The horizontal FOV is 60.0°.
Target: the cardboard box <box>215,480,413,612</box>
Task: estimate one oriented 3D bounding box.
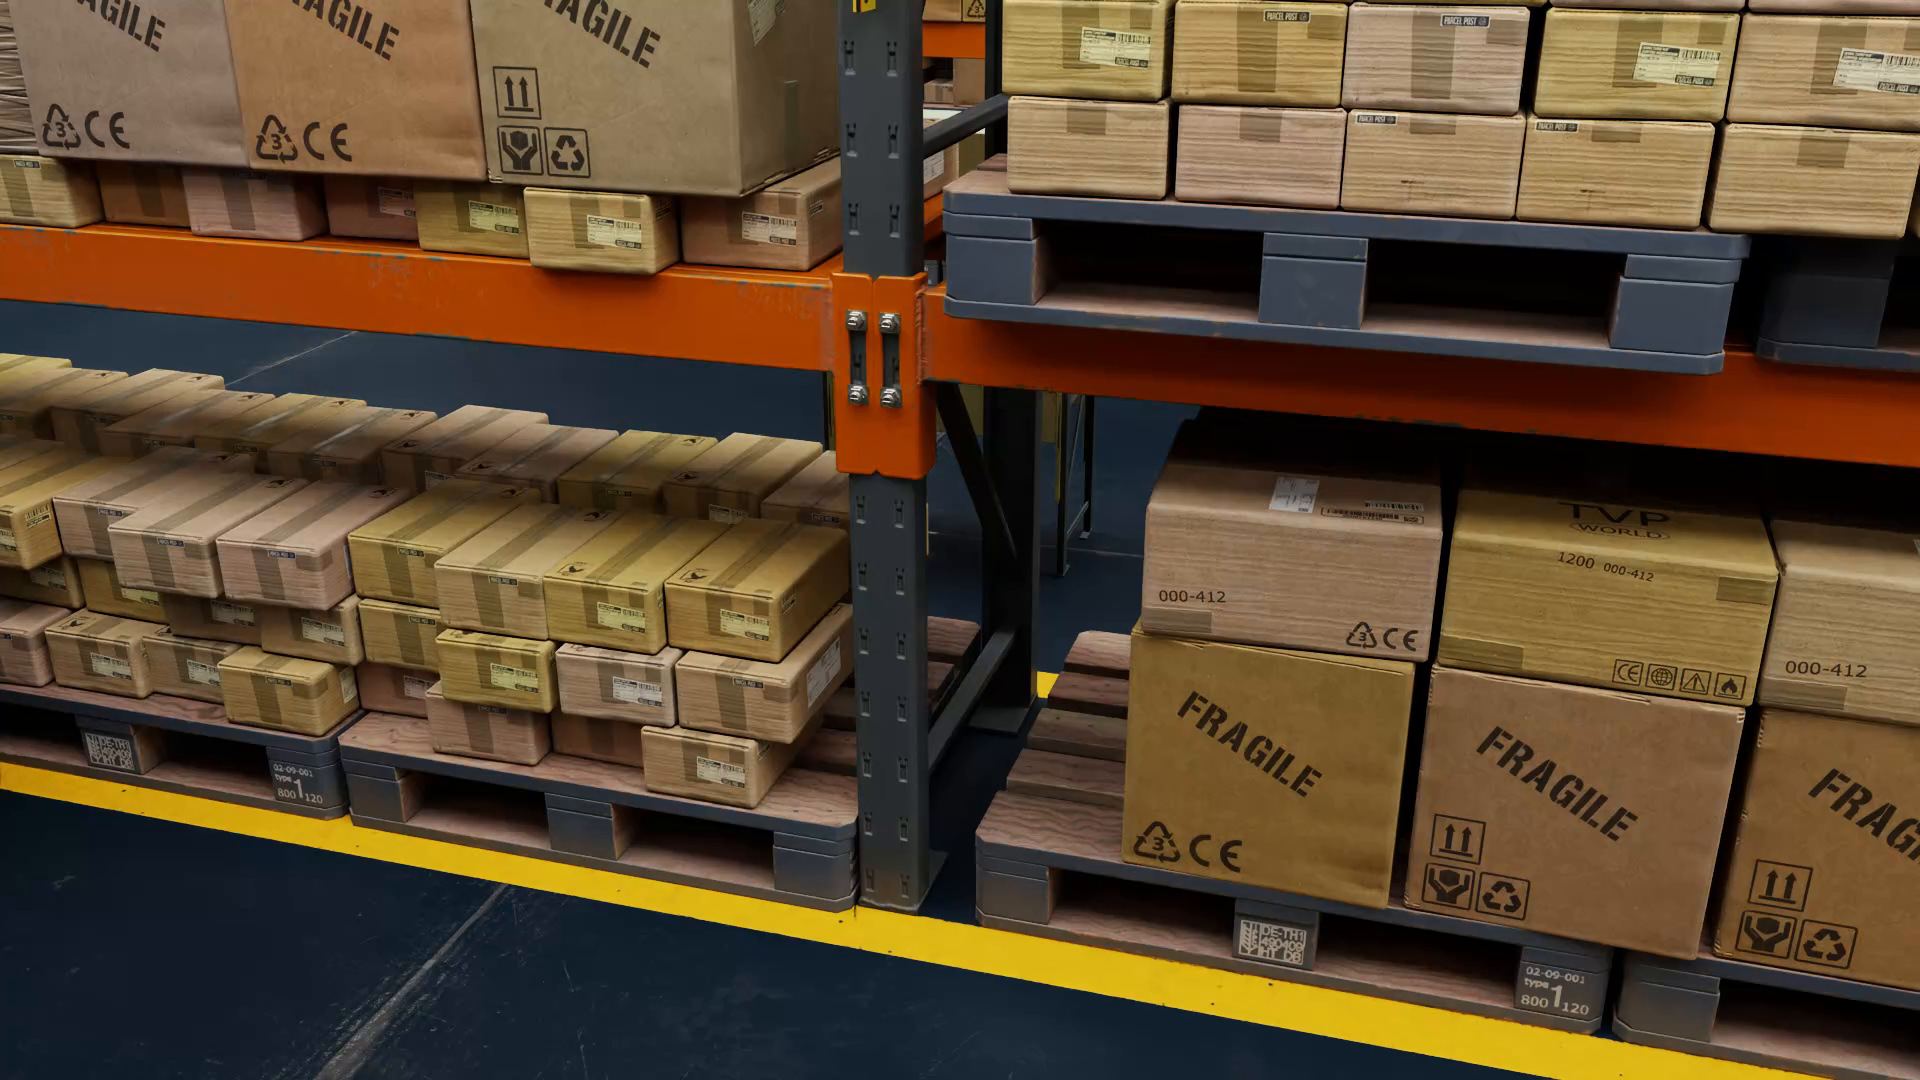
[{"bbox_3d":[-1.428,0.007,3.721,0.250,0.149,0.380,5,23,13],"label":"cardboard box"}]

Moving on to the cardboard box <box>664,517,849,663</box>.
[{"bbox_3d":[-0.420,0.098,3.498,0.250,0.149,0.380,7,23,17],"label":"cardboard box"}]

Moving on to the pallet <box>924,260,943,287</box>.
[{"bbox_3d":[-0.548,-1.572,8.823,1.213,0.211,1.003,7,23,16],"label":"pallet"}]

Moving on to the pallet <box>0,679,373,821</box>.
[{"bbox_3d":[-1.829,0.289,4.287,1.213,0.211,1.003,7,23,16],"label":"pallet"}]

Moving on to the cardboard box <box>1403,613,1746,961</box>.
[{"bbox_3d":[1.134,0.390,3.108,0.500,0.500,0.500,8,24,18],"label":"cardboard box"}]

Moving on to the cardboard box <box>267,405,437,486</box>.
[{"bbox_3d":[-1.538,-0.210,4.249,0.250,0.149,0.380,6,23,13],"label":"cardboard box"}]

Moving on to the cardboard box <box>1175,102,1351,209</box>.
[{"bbox_3d":[0.507,-0.647,2.672,0.250,0.149,0.380,7,23,16],"label":"cardboard box"}]

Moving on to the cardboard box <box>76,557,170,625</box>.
[{"bbox_3d":[-1.877,0.047,4.014,0.250,0.149,0.380,8,24,18],"label":"cardboard box"}]

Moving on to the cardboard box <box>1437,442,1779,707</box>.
[{"bbox_3d":[1.137,0.042,2.966,0.500,0.250,0.500,7,23,17],"label":"cardboard box"}]

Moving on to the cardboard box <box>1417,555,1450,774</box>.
[{"bbox_3d":[1.268,0.201,3.568,0.500,0.500,0.500,6,23,14],"label":"cardboard box"}]

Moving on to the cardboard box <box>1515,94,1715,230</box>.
[{"bbox_3d":[0.985,-0.590,2.534,0.250,0.149,0.380,7,23,16],"label":"cardboard box"}]

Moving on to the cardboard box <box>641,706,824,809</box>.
[{"bbox_3d":[-0.478,0.398,3.550,0.250,0.149,0.380,7,23,16],"label":"cardboard box"}]

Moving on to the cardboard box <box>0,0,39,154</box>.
[{"bbox_3d":[-2.009,-1.119,3.521,0.500,0.500,0.500,6,23,14],"label":"cardboard box"}]

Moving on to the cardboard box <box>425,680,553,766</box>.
[{"bbox_3d":[-0.974,0.334,3.707,0.250,0.149,0.380,6,23,14],"label":"cardboard box"}]

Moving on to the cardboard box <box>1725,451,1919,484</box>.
[{"bbox_3d":[1.780,-0.088,3.285,0.500,0.250,0.500,5,23,13],"label":"cardboard box"}]

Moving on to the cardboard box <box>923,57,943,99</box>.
[{"bbox_3d":[-0.512,-3.797,13.310,0.637,0.503,0.797,6,23,13],"label":"cardboard box"}]

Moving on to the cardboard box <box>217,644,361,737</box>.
[{"bbox_3d":[-1.469,0.285,3.826,0.250,0.149,0.380,6,23,15],"label":"cardboard box"}]

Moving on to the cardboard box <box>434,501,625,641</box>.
[{"bbox_3d":[-0.916,0.059,3.592,0.250,0.149,0.380,6,23,15],"label":"cardboard box"}]

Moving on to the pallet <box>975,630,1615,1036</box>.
[{"bbox_3d":[0.742,0.568,3.608,1.213,0.211,1.003,7,23,16],"label":"pallet"}]

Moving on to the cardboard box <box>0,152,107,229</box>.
[{"bbox_3d":[-1.863,-0.783,3.556,0.250,0.149,0.380,7,23,17],"label":"cardboard box"}]

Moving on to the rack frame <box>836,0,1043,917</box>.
[{"bbox_3d":[-0.004,-0.807,3.286,0.127,3.000,1.000,7,23,16],"label":"rack frame"}]

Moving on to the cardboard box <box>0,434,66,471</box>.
[{"bbox_3d":[-2.403,-0.124,4.039,0.250,0.149,0.380,7,23,18],"label":"cardboard box"}]

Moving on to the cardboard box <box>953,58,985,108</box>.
[{"bbox_3d":[0.295,-3.688,13.048,0.500,0.500,0.700,8,23,18],"label":"cardboard box"}]

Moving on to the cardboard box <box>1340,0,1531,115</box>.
[{"bbox_3d":[0.736,-0.757,2.548,0.250,0.149,0.380,7,23,17],"label":"cardboard box"}]

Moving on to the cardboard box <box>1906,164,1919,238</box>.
[{"bbox_3d":[1.492,-0.534,2.397,0.250,0.149,0.380,6,23,15],"label":"cardboard box"}]

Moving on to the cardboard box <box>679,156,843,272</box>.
[{"bbox_3d":[-0.345,-0.637,3.202,0.250,0.149,0.380,6,23,15],"label":"cardboard box"}]

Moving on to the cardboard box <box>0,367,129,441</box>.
[{"bbox_3d":[-2.515,-0.348,4.586,0.250,0.149,0.380,6,23,13],"label":"cardboard box"}]

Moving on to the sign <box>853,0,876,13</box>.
[{"bbox_3d":[-0.154,-1.010,2.639,0.005,0.325,0.100,7,23,16],"label":"sign"}]

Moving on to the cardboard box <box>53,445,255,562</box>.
[{"bbox_3d":[-1.896,-0.086,3.945,0.250,0.149,0.380,7,23,16],"label":"cardboard box"}]

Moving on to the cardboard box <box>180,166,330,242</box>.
[{"bbox_3d":[-1.370,-0.733,3.436,0.250,0.149,0.380,6,23,13],"label":"cardboard box"}]

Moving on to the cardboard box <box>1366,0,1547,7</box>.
[{"bbox_3d":[0.753,-0.893,2.488,0.250,0.149,0.380,7,23,16],"label":"cardboard box"}]

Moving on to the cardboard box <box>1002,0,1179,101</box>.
[{"bbox_3d":[0.240,-0.813,2.684,0.250,0.149,0.380,7,23,16],"label":"cardboard box"}]

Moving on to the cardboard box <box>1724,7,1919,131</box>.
[{"bbox_3d":[1.244,-0.700,2.409,0.250,0.149,0.380,8,23,18],"label":"cardboard box"}]

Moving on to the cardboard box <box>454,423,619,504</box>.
[{"bbox_3d":[-1.033,-0.153,4.109,0.250,0.149,0.380,6,23,14],"label":"cardboard box"}]

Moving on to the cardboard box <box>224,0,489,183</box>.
[{"bbox_3d":[-1.046,-0.999,3.229,0.500,0.500,0.500,6,23,14],"label":"cardboard box"}]

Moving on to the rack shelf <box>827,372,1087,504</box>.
[{"bbox_3d":[0.006,-0.392,5.107,0.720,0.370,0.431,7,23,16],"label":"rack shelf"}]

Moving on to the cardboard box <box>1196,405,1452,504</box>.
[{"bbox_3d":[0.782,-0.202,3.563,0.500,0.250,0.500,6,23,14],"label":"cardboard box"}]

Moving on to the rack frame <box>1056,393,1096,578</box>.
[{"bbox_3d":[0.357,-0.653,4.886,0.023,1.500,0.400,7,23,16],"label":"rack frame"}]

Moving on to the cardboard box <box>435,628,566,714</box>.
[{"bbox_3d":[-0.922,0.213,3.610,0.250,0.149,0.380,6,23,14],"label":"cardboard box"}]

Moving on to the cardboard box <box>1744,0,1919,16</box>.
[{"bbox_3d":[1.237,-0.837,2.351,0.250,0.149,0.380,6,23,15],"label":"cardboard box"}]

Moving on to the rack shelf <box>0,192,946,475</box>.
[{"bbox_3d":[-1.919,-0.694,3.957,4.000,0.370,1.077,7,23,16],"label":"rack shelf"}]

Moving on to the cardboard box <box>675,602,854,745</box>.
[{"bbox_3d":[-0.398,0.261,3.493,0.250,0.149,0.380,7,23,17],"label":"cardboard box"}]

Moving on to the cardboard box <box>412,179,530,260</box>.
[{"bbox_3d":[-0.862,-0.677,3.299,0.250,0.149,0.380,7,23,18],"label":"cardboard box"}]

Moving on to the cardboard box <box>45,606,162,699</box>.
[{"bbox_3d":[-1.940,0.217,3.991,0.250,0.149,0.380,7,23,16],"label":"cardboard box"}]

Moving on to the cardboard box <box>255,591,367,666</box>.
[{"bbox_3d":[-1.383,0.129,3.815,0.250,0.149,0.380,7,23,17],"label":"cardboard box"}]

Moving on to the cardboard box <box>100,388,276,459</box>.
[{"bbox_3d":[-2.022,-0.270,4.395,0.250,0.149,0.380,6,23,14],"label":"cardboard box"}]

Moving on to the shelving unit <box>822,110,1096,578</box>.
[{"bbox_3d":[0.006,-0.693,4.984,0.755,1.500,0.431,7,23,16],"label":"shelving unit"}]

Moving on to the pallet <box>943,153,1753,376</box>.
[{"bbox_3d":[0.685,-0.582,2.989,1.213,0.211,1.003,7,23,16],"label":"pallet"}]

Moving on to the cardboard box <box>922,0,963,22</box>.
[{"bbox_3d":[-0.169,-2.725,7.830,0.500,0.500,0.500,6,23,15],"label":"cardboard box"}]

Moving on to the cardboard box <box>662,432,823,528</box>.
[{"bbox_3d":[-0.521,-0.123,4.036,0.250,0.149,0.380,8,24,18],"label":"cardboard box"}]
